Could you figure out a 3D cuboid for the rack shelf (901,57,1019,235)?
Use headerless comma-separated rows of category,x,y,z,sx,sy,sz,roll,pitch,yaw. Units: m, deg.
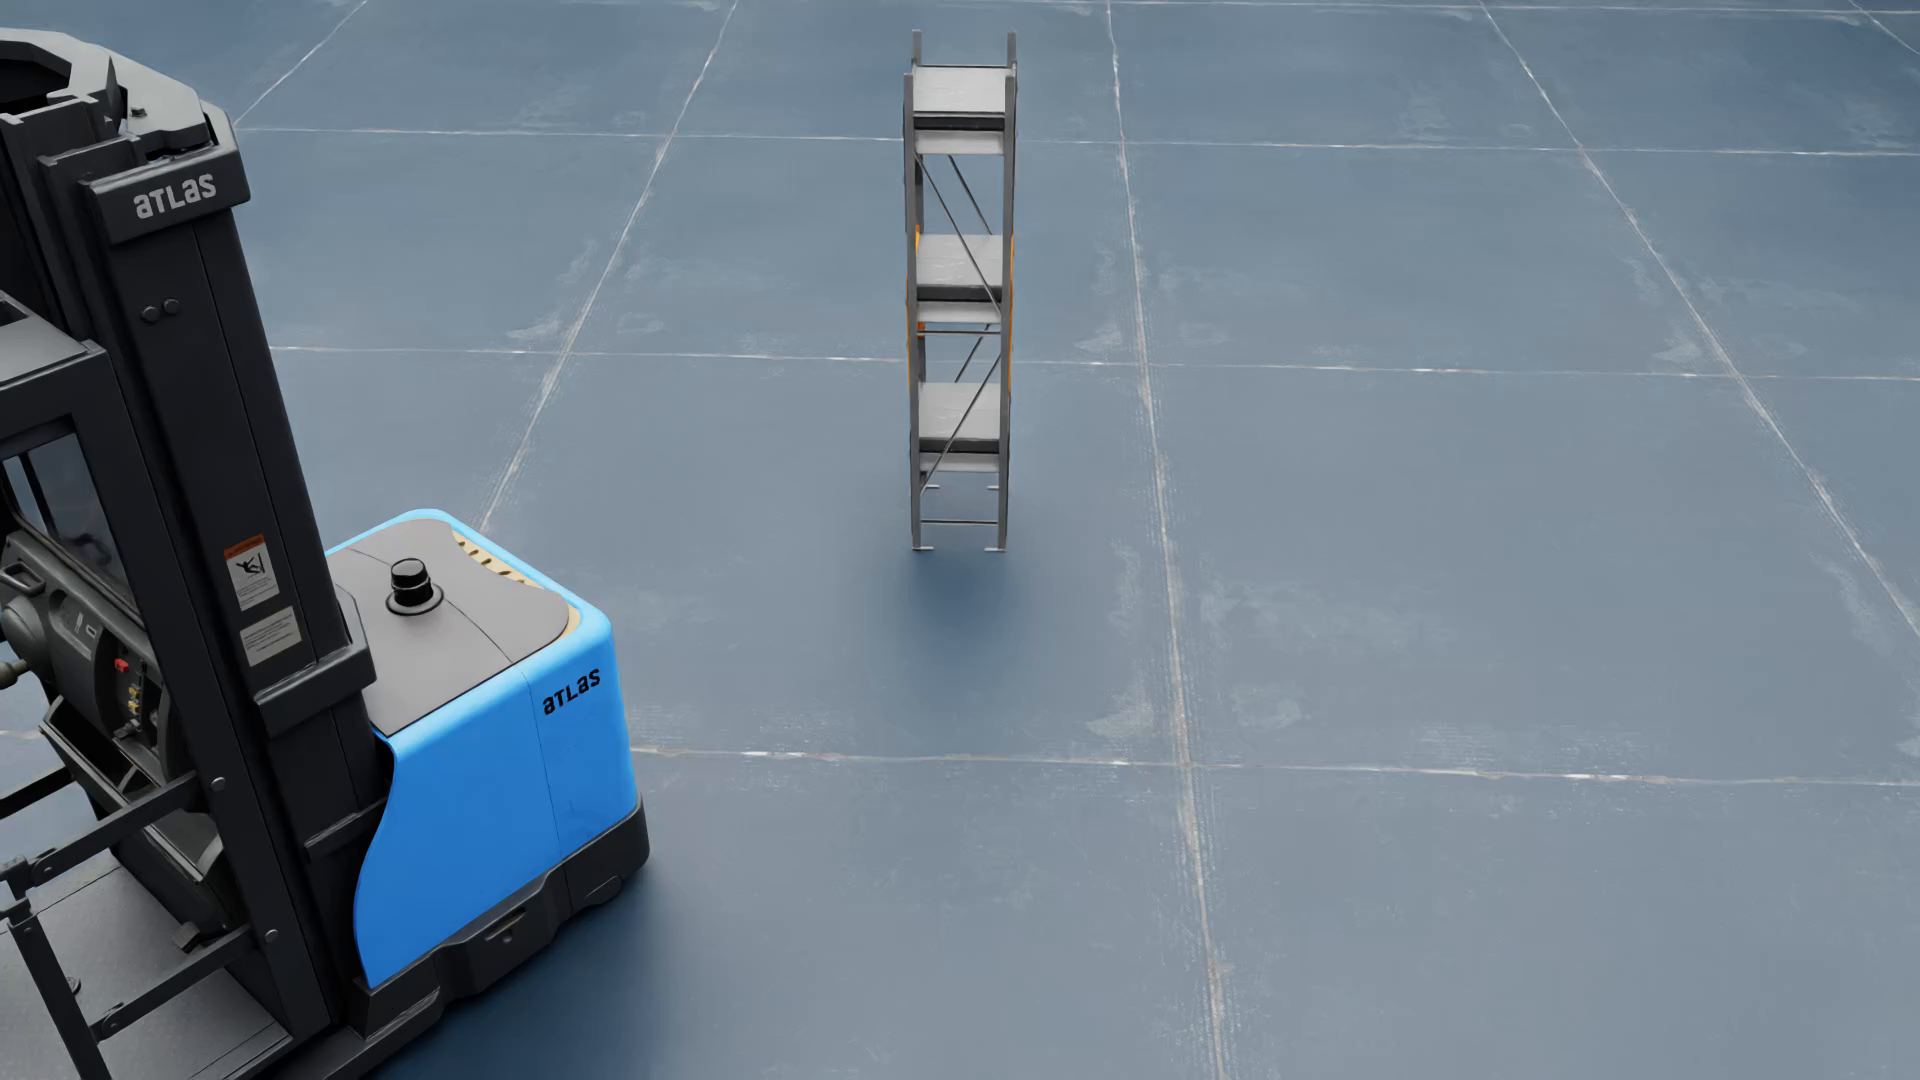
rack shelf,0.007,-1.516,6.387,0.431,0.518,0.480,1,35,2

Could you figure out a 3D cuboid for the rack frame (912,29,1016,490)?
rack frame,0.016,-1.094,6.981,0.400,2.100,0.015,1,35,2

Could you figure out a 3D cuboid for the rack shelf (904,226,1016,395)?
rack shelf,0.007,-0.943,6.789,0.431,0.518,0.480,1,35,2

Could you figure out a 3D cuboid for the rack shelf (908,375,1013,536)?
rack shelf,0.007,-0.370,7.192,0.431,0.518,0.480,1,35,2

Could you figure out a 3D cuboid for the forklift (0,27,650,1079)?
forklift,-2.399,0.367,4.178,1.130,2.935,3.031,27,43,33

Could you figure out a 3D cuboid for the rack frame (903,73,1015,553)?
rack frame,-0.003,-0.814,6.582,0.400,2.100,0.015,1,35,2

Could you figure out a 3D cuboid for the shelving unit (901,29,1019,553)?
shelving unit,0.007,-0.954,6.782,0.431,2.100,0.503,1,35,2
